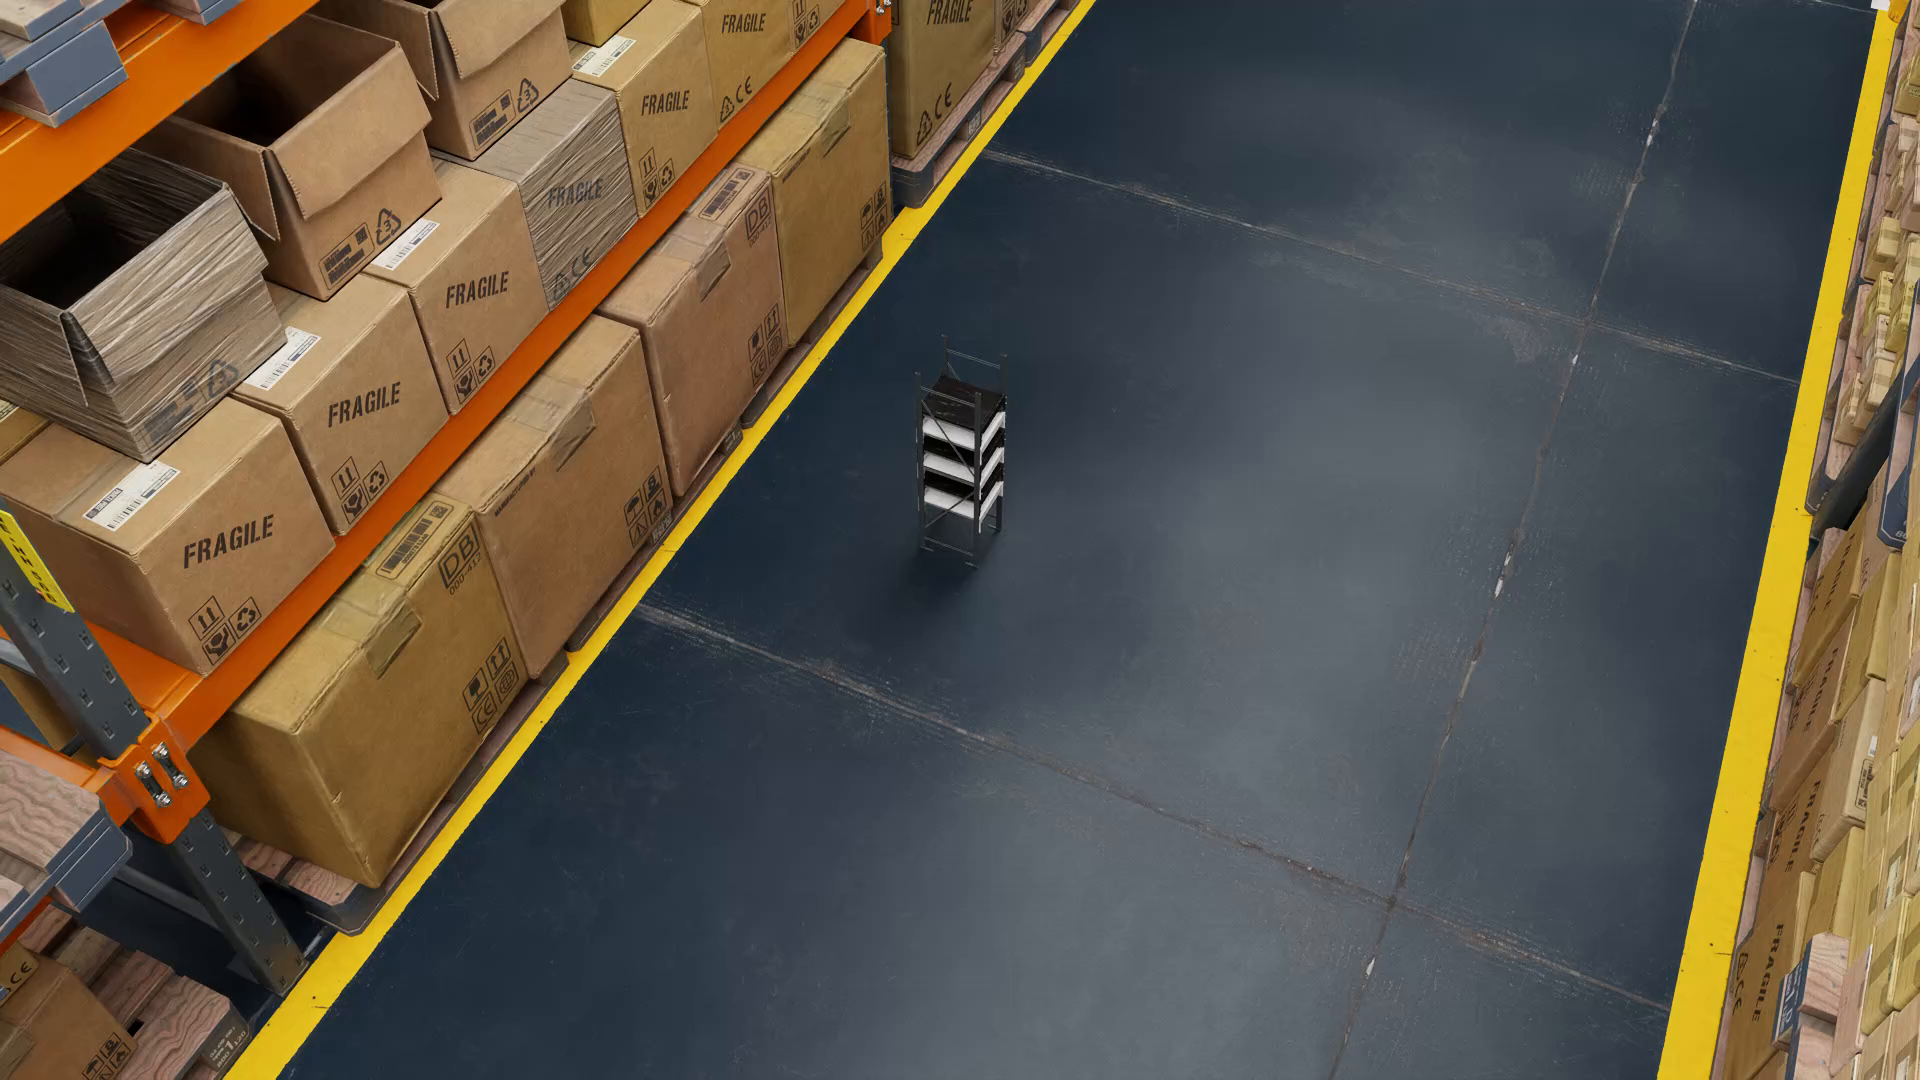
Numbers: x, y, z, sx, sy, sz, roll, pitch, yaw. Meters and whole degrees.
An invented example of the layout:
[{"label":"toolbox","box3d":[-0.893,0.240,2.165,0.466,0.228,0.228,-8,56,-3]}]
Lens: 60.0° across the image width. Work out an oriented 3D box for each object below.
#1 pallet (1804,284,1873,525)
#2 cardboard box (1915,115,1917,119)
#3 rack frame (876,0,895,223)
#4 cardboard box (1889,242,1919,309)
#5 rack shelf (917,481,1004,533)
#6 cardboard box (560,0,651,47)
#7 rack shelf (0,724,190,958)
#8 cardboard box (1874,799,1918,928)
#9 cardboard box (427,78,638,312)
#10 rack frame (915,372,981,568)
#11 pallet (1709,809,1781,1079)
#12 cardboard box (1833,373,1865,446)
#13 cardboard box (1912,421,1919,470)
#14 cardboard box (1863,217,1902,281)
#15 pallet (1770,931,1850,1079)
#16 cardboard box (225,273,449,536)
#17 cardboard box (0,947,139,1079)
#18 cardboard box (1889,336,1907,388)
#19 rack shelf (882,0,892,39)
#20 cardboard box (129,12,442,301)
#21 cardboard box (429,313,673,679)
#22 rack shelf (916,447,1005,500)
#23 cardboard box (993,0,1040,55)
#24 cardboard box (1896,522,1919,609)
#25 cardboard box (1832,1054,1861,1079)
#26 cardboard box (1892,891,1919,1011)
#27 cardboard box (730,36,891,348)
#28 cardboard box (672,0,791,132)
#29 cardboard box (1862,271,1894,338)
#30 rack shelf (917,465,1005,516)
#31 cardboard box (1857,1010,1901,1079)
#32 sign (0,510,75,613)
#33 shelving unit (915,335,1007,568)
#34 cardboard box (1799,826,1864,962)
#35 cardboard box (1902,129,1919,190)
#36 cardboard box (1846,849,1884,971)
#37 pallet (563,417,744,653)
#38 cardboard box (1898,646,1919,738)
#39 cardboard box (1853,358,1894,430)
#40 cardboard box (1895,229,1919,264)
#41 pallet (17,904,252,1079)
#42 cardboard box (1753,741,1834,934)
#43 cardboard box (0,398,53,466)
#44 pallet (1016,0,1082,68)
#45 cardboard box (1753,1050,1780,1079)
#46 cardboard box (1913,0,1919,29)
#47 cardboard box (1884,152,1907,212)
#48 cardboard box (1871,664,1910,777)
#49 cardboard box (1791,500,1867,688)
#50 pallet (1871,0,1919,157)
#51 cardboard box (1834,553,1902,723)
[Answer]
[{"label":"pallet","box3d":[3.923,-0.423,6.471,1.003,0.211,1.213,20,52,16]},{"label":"cardboard box","box3d":[4.495,-1.836,7.439,0.380,0.149,0.250,20,52,16]},{"label":"rack frame","box3d":[-0.774,-2.536,6.439,1.000,3.000,0.127,20,52,16]},{"label":"cardboard box","box3d":[3.758,-0.950,6.294,0.380,0.149,0.250,19,52,16]},{"label":"rack shelf","box3d":[0.003,-0.159,6.075,0.258,0.077,0.200,20,52,16]},{"label":"cardboard box","box3d":[-1.343,-1.982,5.243,0.797,0.503,0.637,20,53,16]},{"label":"rack shelf","box3d":[-3.337,1.829,3.197,1.077,0.370,4.000,20,52,16]},{"label":"cardboard box","box3d":[2.088,0.724,3.359,0.380,0.149,0.250,20,52,16]},{"label":"cardboard box","box3d":[-1.379,-1.114,5.163,0.500,0.500,0.500,20,52,16]},{"label":"rack frame","box3d":[-0.040,-0.227,5.852,0.240,0.900,0.006,20,52,16]},{"label":"pallet","box3d":[2.817,1.431,4.894,1.003,0.211,1.213,20,52,16]},{"label":"cardboard box","box3d":[3.527,-0.446,6.256,0.380,0.149,0.250,20,53,17]},{"label":"cardboard box","box3d":[2.752,-0.250,4.382,0.380,0.149,0.250,20,53,16]},{"label":"cardboard box","box3d":[3.969,-1.159,6.862,0.380,0.149,0.250,20,52,16]},{"label":"pallet","box3d":[2.167,1.438,3.182,1.213,0.211,1.003,20,52,16]},{"label":"cardboard box","box3d":[-1.811,-0.416,4.569,0.500,0.500,0.500,19,52,15]},{"label":"cardboard box","box3d":[-2.751,1.354,4.481,0.700,0.500,0.500,17,52,14]},{"label":"cardboard box","box3d":[3.584,-0.588,5.986,0.380,0.149,0.250,21,53,17]},{"label":"rack shelf","box3d":[0.081,-3.680,7.884,1.077,0.370,4.000,20,52,16]},{"label":"cardboard box","box3d":[-1.875,-1.085,4.480,0.797,0.503,0.637,21,53,17]},{"label":"cardboard box","box3d":[-1.781,-0.309,5.663,1.225,0.875,0.875,20,52,16]},{"label":"rack shelf","box3d":[0.003,-0.276,5.937,0.258,0.077,0.200,20,52,16]},{"label":"cardboard box","box3d":[-0.035,-3.032,7.980,0.875,0.875,0.875,20,52,16]},{"label":"cardboard box","box3d":[2.531,0.115,4.072,0.380,0.149,0.250,19,52,15]},{"label":"cardboard box","box3d":[1.862,1.187,3.159,0.380,0.149,0.250,20,52,16]},{"label":"cardboard box","box3d":[1.975,0.815,3.086,0.380,0.149,0.250,21,53,17]},{"label":"cardboard box","box3d":[-1.029,-1.537,6.707,1.225,0.875,0.875,20,52,16]},{"label":"cardboard box","box3d":[-0.944,-1.819,5.763,0.500,0.500,0.500,21,53,17]},{"label":"cardboard box","box3d":[3.718,-0.862,6.415,0.380,0.149,0.250,18,52,15]},{"label":"rack shelf","box3d":[0.003,-0.217,6.006,0.258,0.077,0.200,20,52,16]},{"label":"cardboard box","box3d":[1.871,1.078,3.057,0.380,0.149,0.250,22,53,17]},{"label":"sign","box3d":[-1.988,0.039,3.539,0.100,0.325,0.005,20,52,16]},{"label":"shelving unit","box3d":[0.003,-0.297,5.912,0.258,0.900,0.210,20,52,16]},{"label":"cardboard box","box3d":[2.451,1.080,4.235,0.500,0.250,0.500,21,53,17]},{"label":"cardboard box","box3d":[4.075,-1.510,6.770,0.380,0.149,0.250,18,52,15]},{"label":"cardboard box","box3d":[2.081,0.840,3.455,0.380,0.149,0.250,19,52,16]},{"label":"pallet","box3d":[-1.555,-0.234,6.310,1.003,0.211,1.213,20,52,16]},{"label":"cardboard box","box3d":[2.307,0.373,3.657,0.380,0.149,0.250,21,53,17]},{"label":"cardboard box","box3d":[3.515,-0.482,6.091,0.380,0.149,0.250,21,53,17]},{"label":"cardboard box","box3d":[4.005,-1.185,6.690,0.380,0.149,0.250,21,53,17]},{"label":"pallet","box3d":[-2.818,1.659,4.699,1.003,0.211,1.213,20,52,16]},{"label":"cardboard box","box3d":[2.676,0.974,4.817,0.500,0.500,0.500,21,53,17]},{"label":"cardboard box","box3d":[-2.496,-0.235,4.414,0.500,0.500,0.500,21,53,17]},{"label":"pallet","box3d":[0.142,-2.974,8.642,1.003,0.211,1.213,20,52,16]},{"label":"cardboard box","box3d":[2.229,1.681,4.216,0.500,0.500,0.500,22,53,18]},{"label":"cardboard box","box3d":[4.863,-2.563,8.057,0.380,0.149,0.250,21,53,17]},{"label":"cardboard box","box3d":[4.215,-1.493,7.147,0.380,0.149,0.250,20,52,16]},{"label":"cardboard box","box3d":[2.307,0.476,3.765,0.380,0.149,0.250,21,53,17]},{"label":"cardboard box","box3d":[3.112,0.244,5.439,0.500,0.500,0.500,22,53,17]},{"label":"pallet","box3d":[4.965,-2.103,7.901,1.003,0.211,1.213,20,52,16]},{"label":"cardboard box","box3d":[2.888,0.369,4.840,0.500,0.250,0.500,21,53,17]}]
